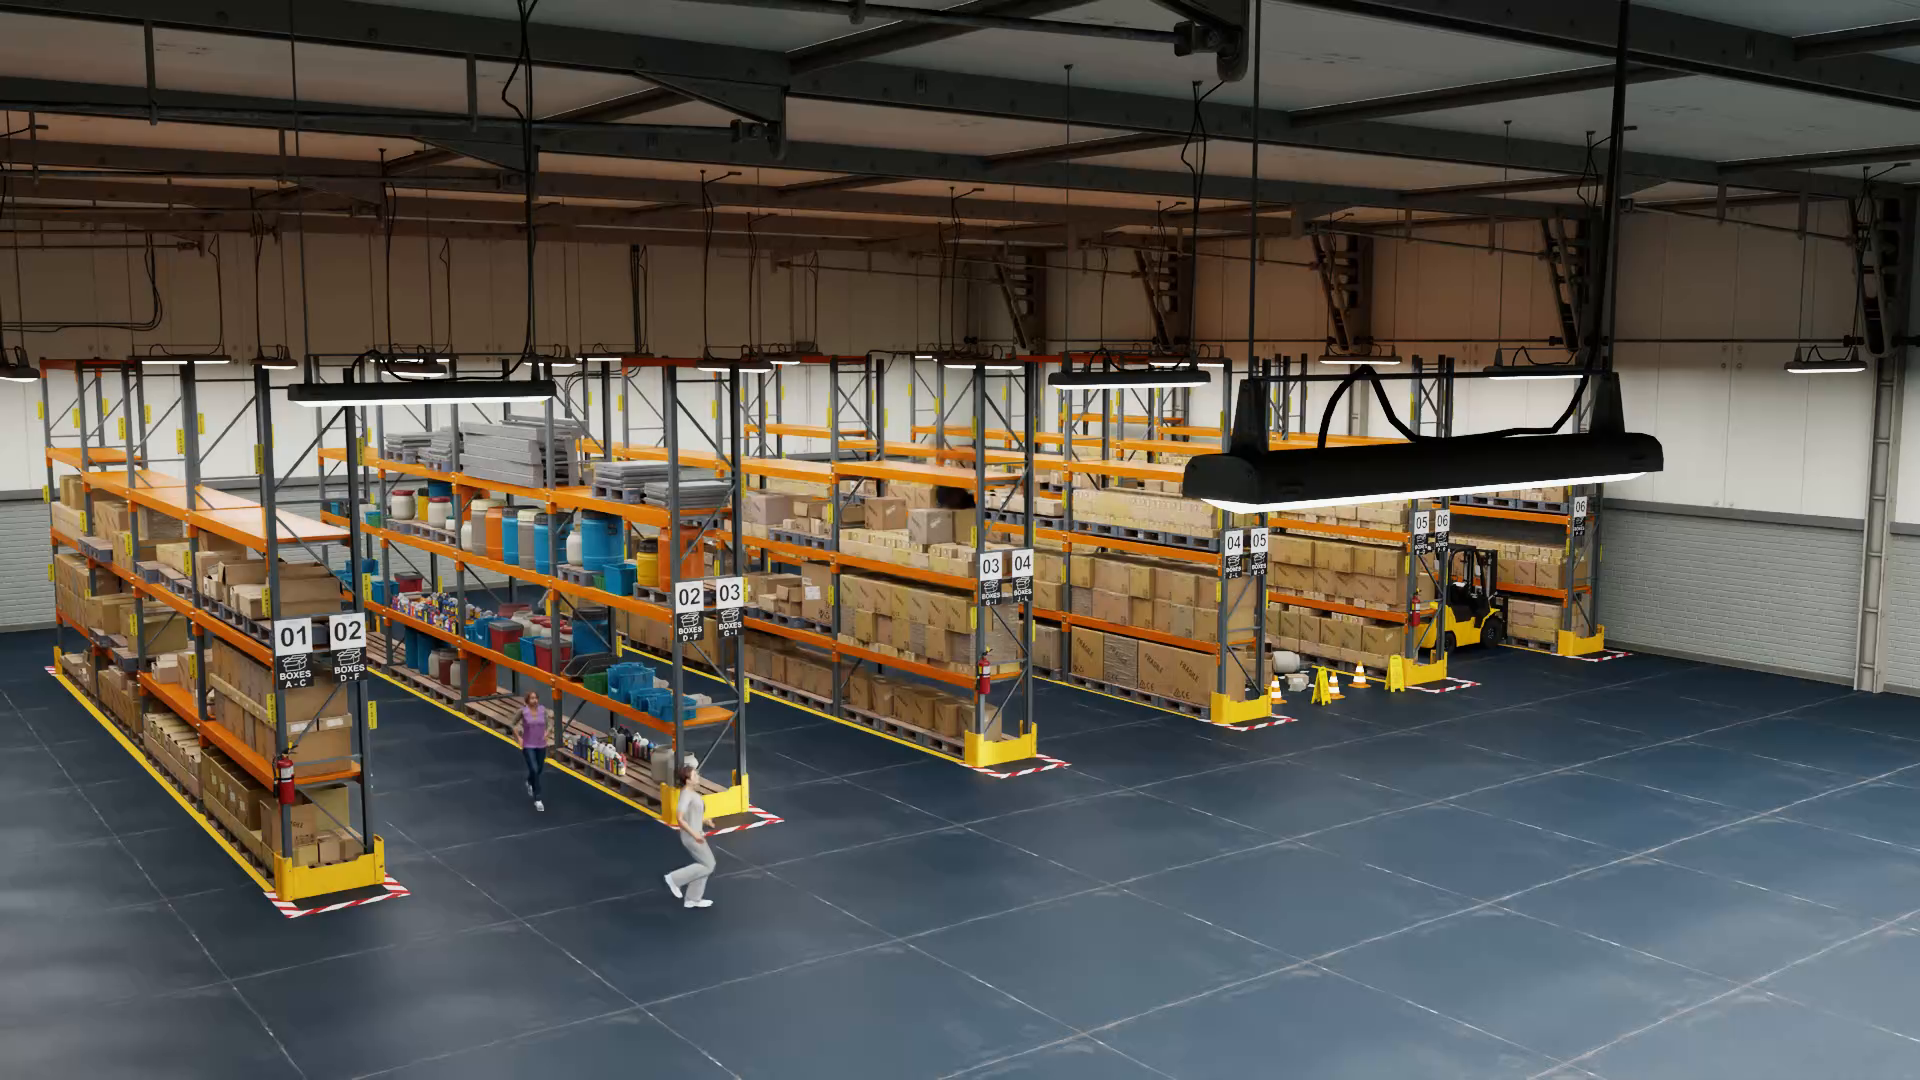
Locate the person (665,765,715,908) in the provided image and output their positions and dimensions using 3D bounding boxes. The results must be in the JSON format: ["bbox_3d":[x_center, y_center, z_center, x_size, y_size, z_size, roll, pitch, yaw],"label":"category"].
[{"bbox_3d":[-3.016,3.435,18.592,0.561,1.370,0.580,-1,7,-8],"label":"person"}]

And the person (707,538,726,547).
[{"bbox_3d":[-6.020,0.627,40.466,0.719,1.718,0.535,2,7,16],"label":"person"}]

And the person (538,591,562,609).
[{"bbox_3d":[-9.433,0.815,38.723,0.785,1.791,0.632,-2,7,-19],"label":"person"}]

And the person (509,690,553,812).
[{"bbox_3d":[-5.816,2.822,22.642,0.541,1.605,0.805,-4,8,-32],"label":"person"}]
